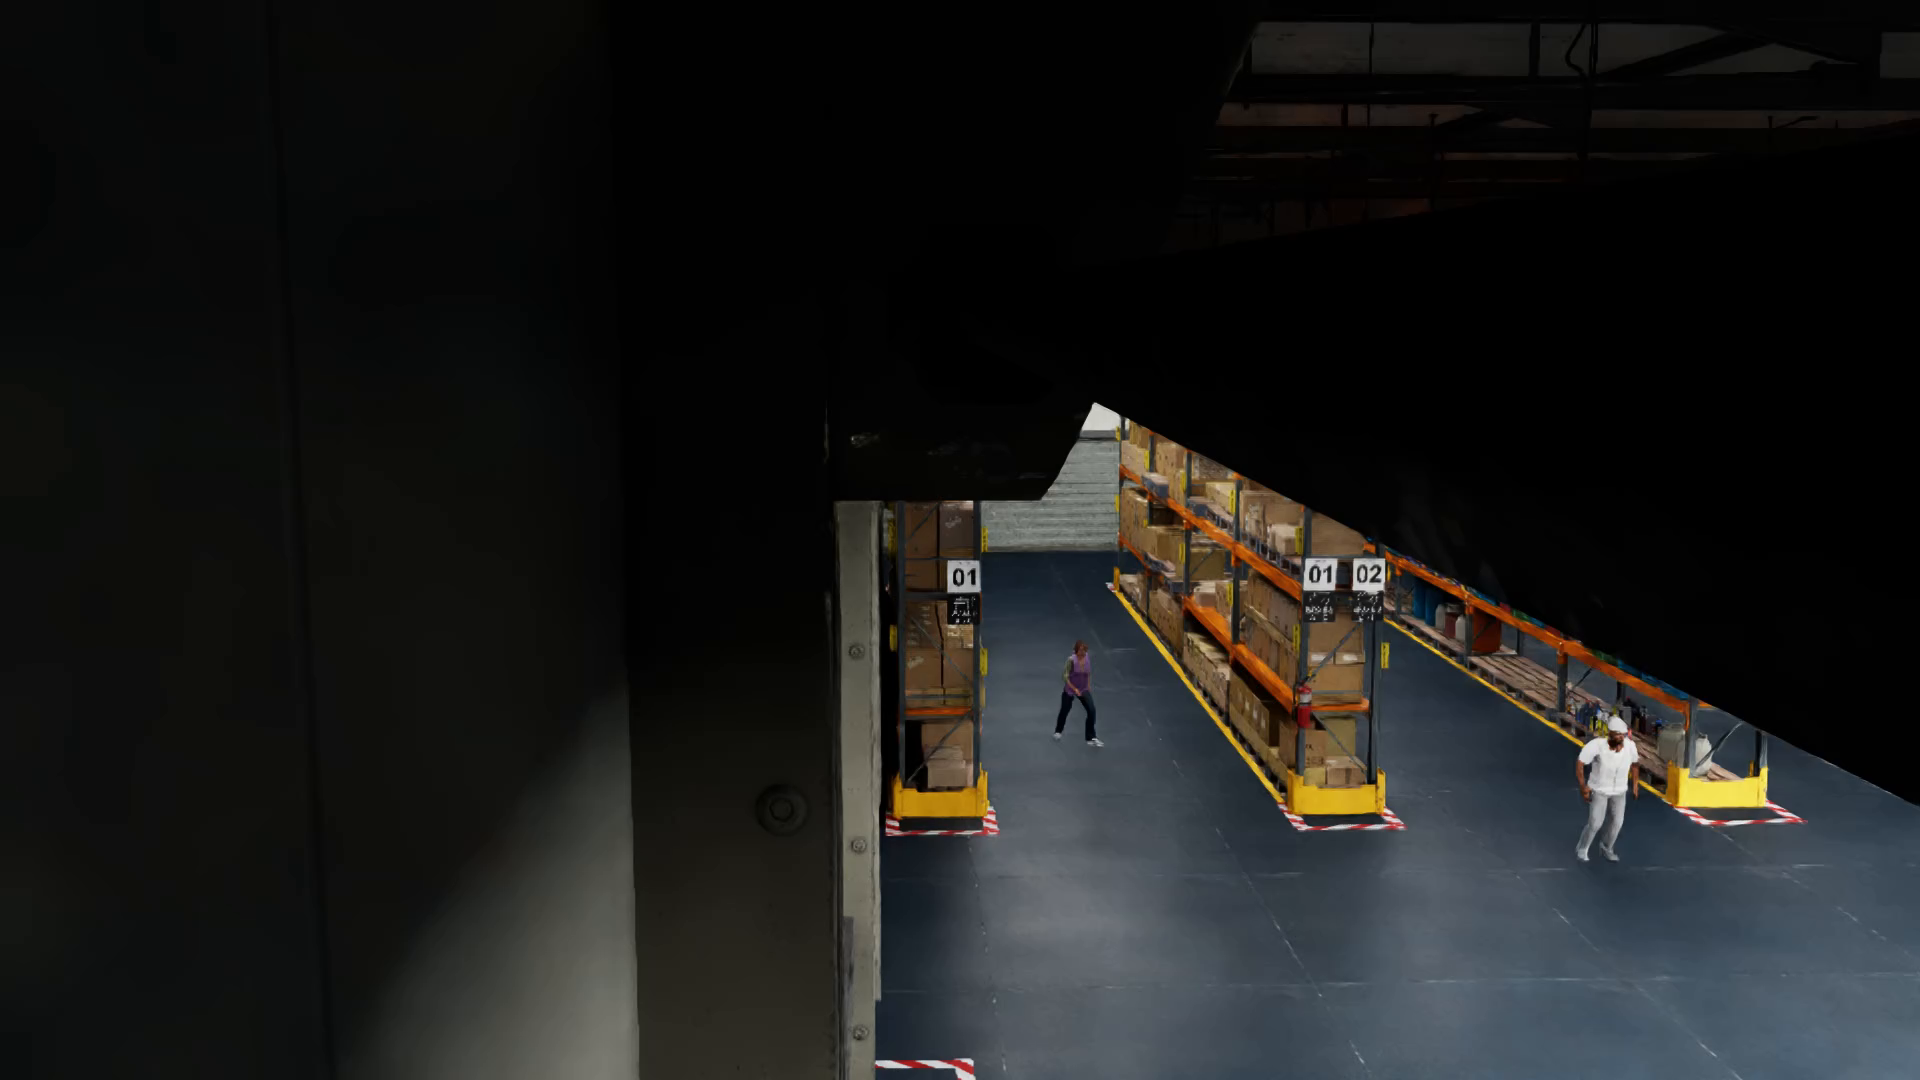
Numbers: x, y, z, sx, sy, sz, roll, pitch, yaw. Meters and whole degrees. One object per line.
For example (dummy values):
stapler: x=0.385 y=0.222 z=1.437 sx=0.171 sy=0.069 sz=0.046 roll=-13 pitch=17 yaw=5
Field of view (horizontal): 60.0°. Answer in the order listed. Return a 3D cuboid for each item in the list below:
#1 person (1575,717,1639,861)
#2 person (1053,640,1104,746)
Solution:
person: x=7.296 y=2.809 z=18.738 sx=0.719 sy=1.714 sz=0.578 roll=-1 pitch=8 yaw=-5
person: x=1.670 y=2.152 z=23.792 sx=0.562 sy=1.527 sz=0.780 roll=-3 pitch=9 yaw=-20
